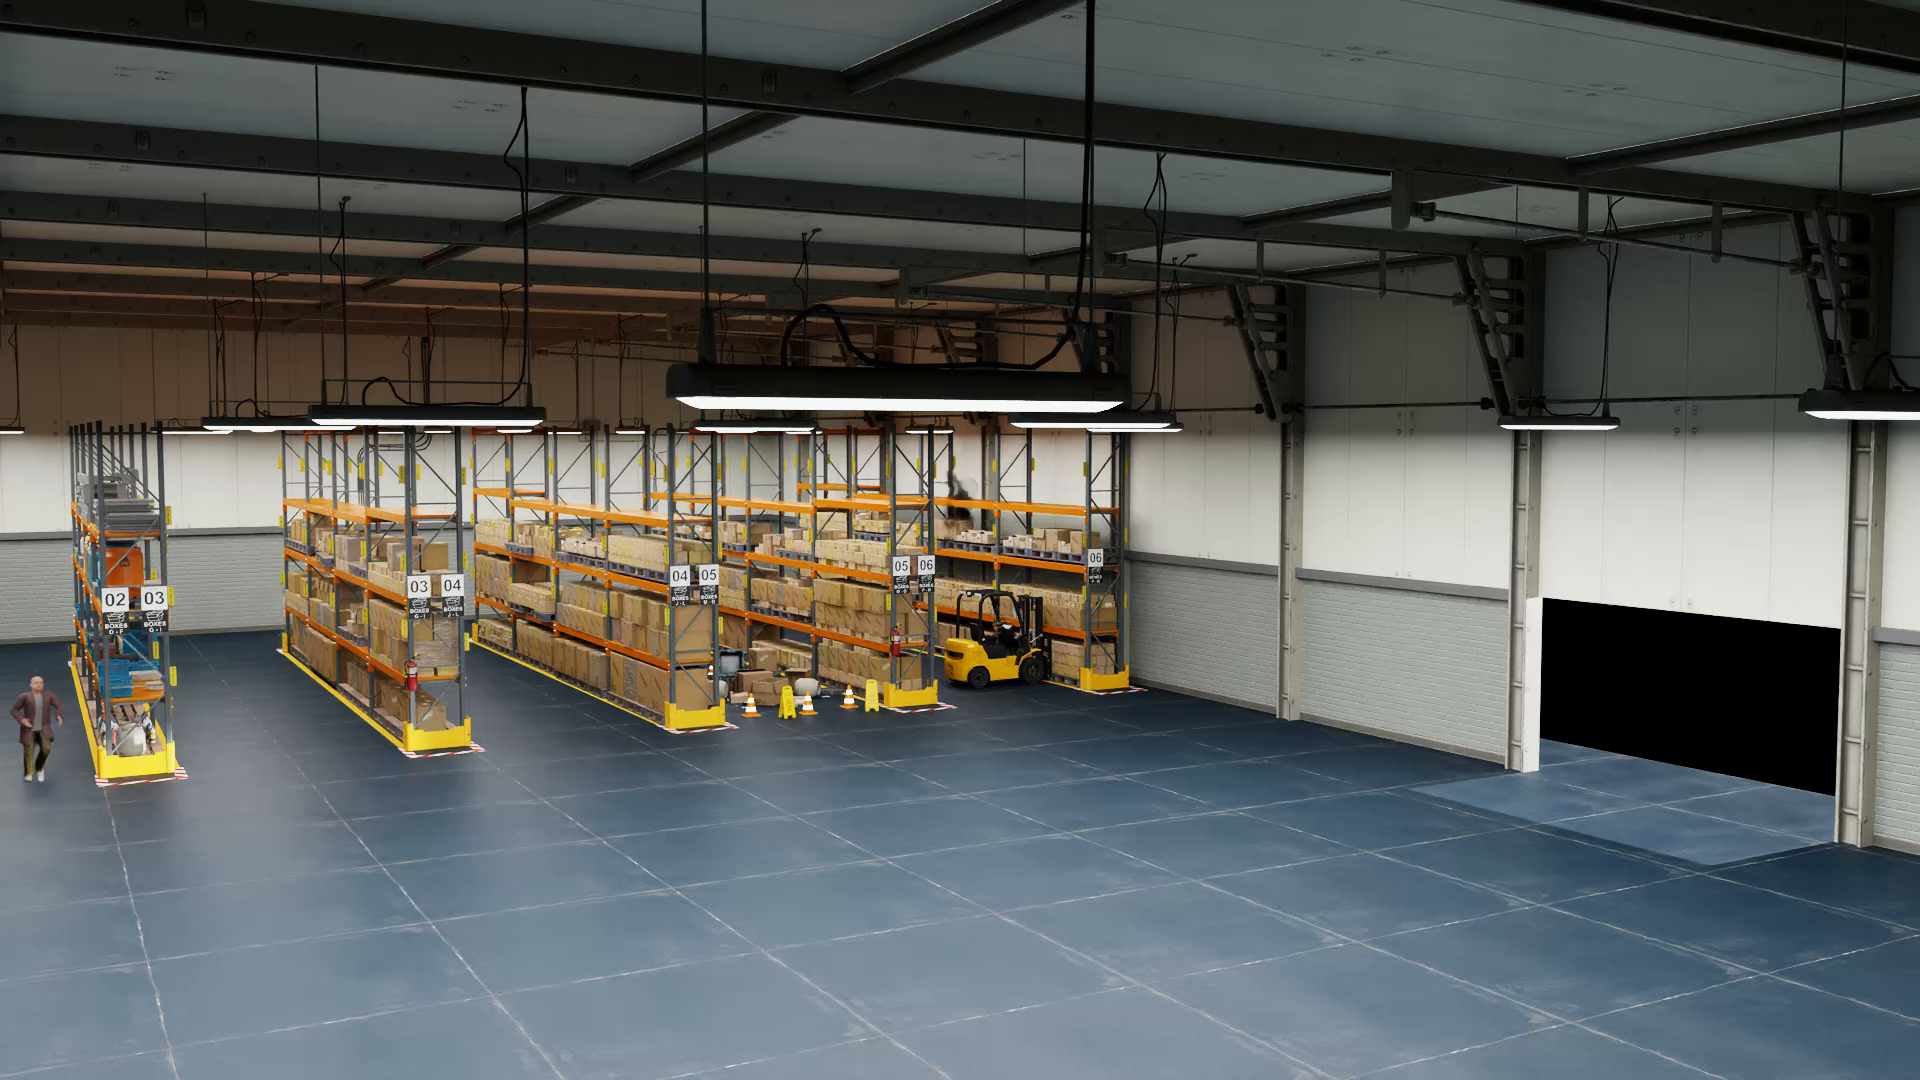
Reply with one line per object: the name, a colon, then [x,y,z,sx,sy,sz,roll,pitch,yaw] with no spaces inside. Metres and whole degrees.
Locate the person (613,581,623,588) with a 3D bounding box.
person: [-10.210,1.835,50.099,0.689,1.651,0.622,-1,4,-23]

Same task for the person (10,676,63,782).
person: [-15.308,3.144,27.601,0.787,1.745,0.555,-3,4,-36]
